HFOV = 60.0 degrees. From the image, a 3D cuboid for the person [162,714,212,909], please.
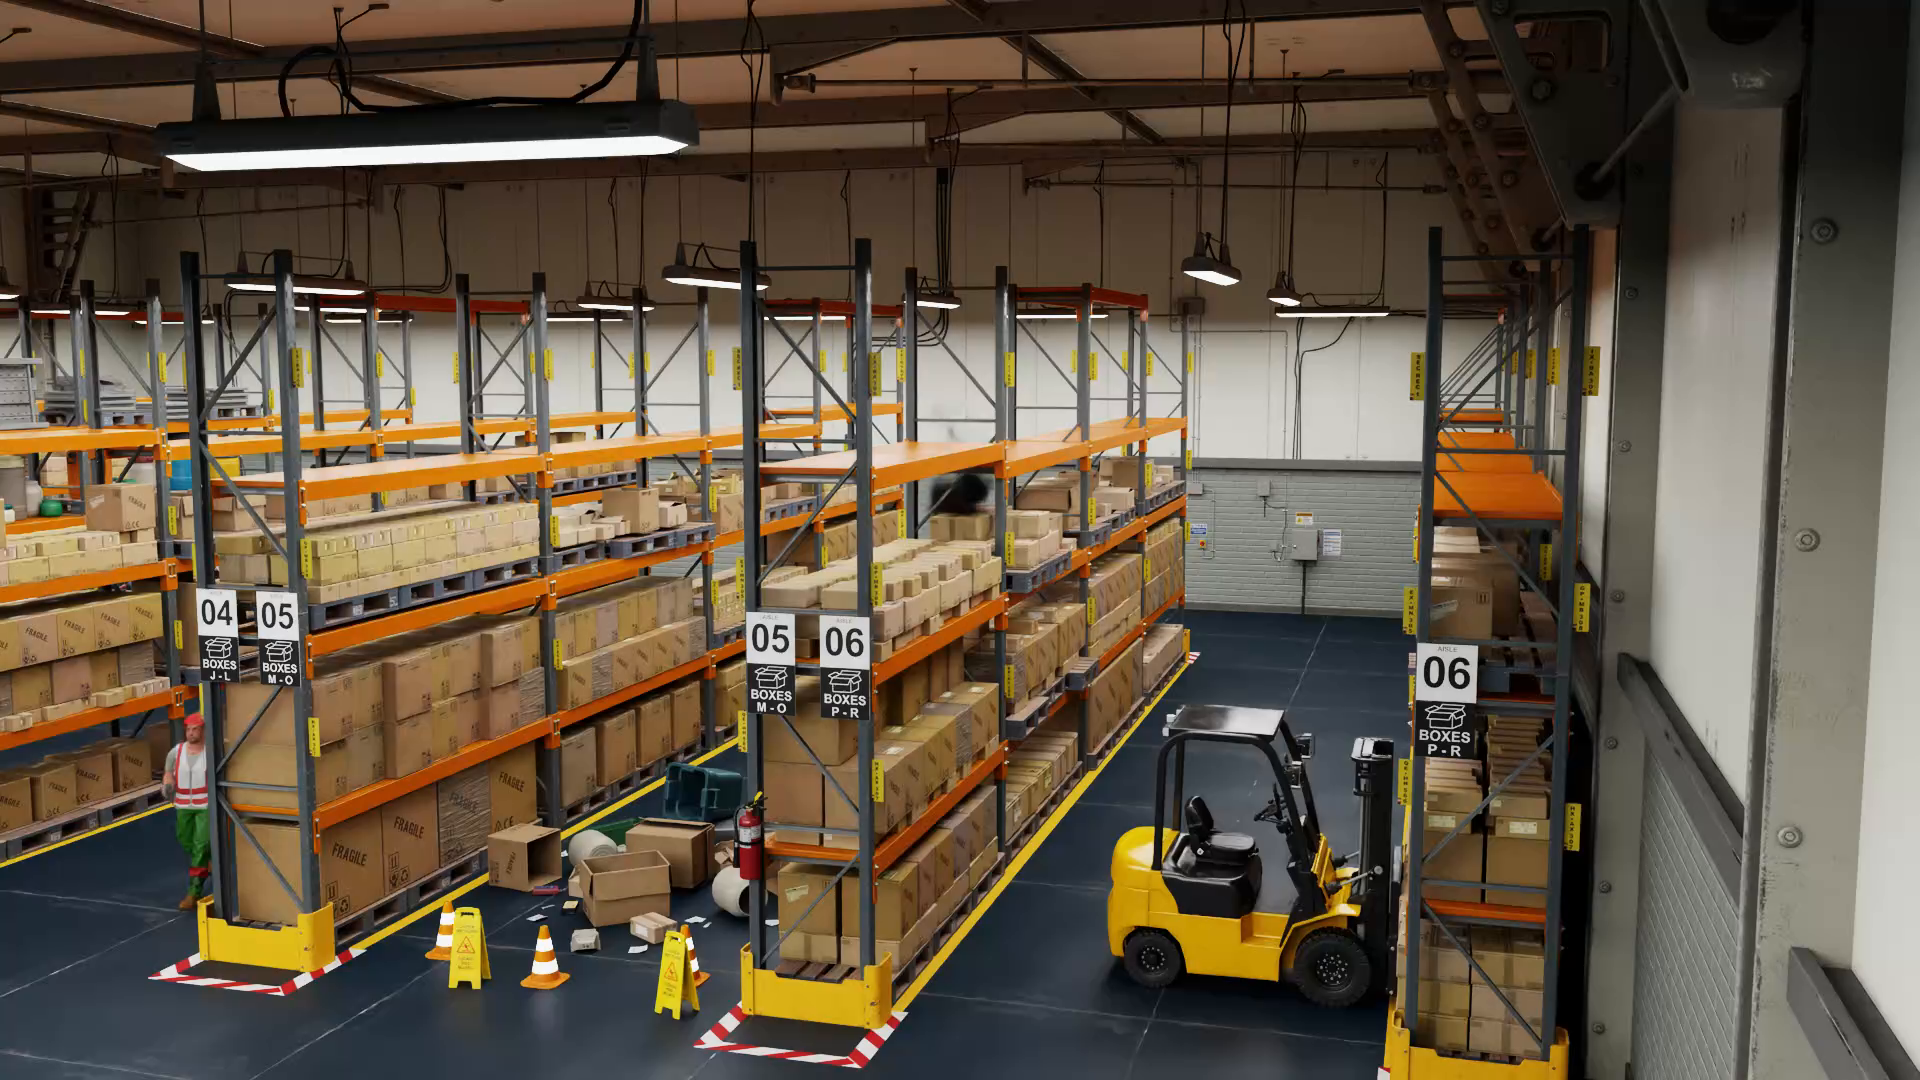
[{"bbox_3d":[-7.192,2.516,15.722,0.658,1.768,0.971,0,6,-4],"label":"person"}]
